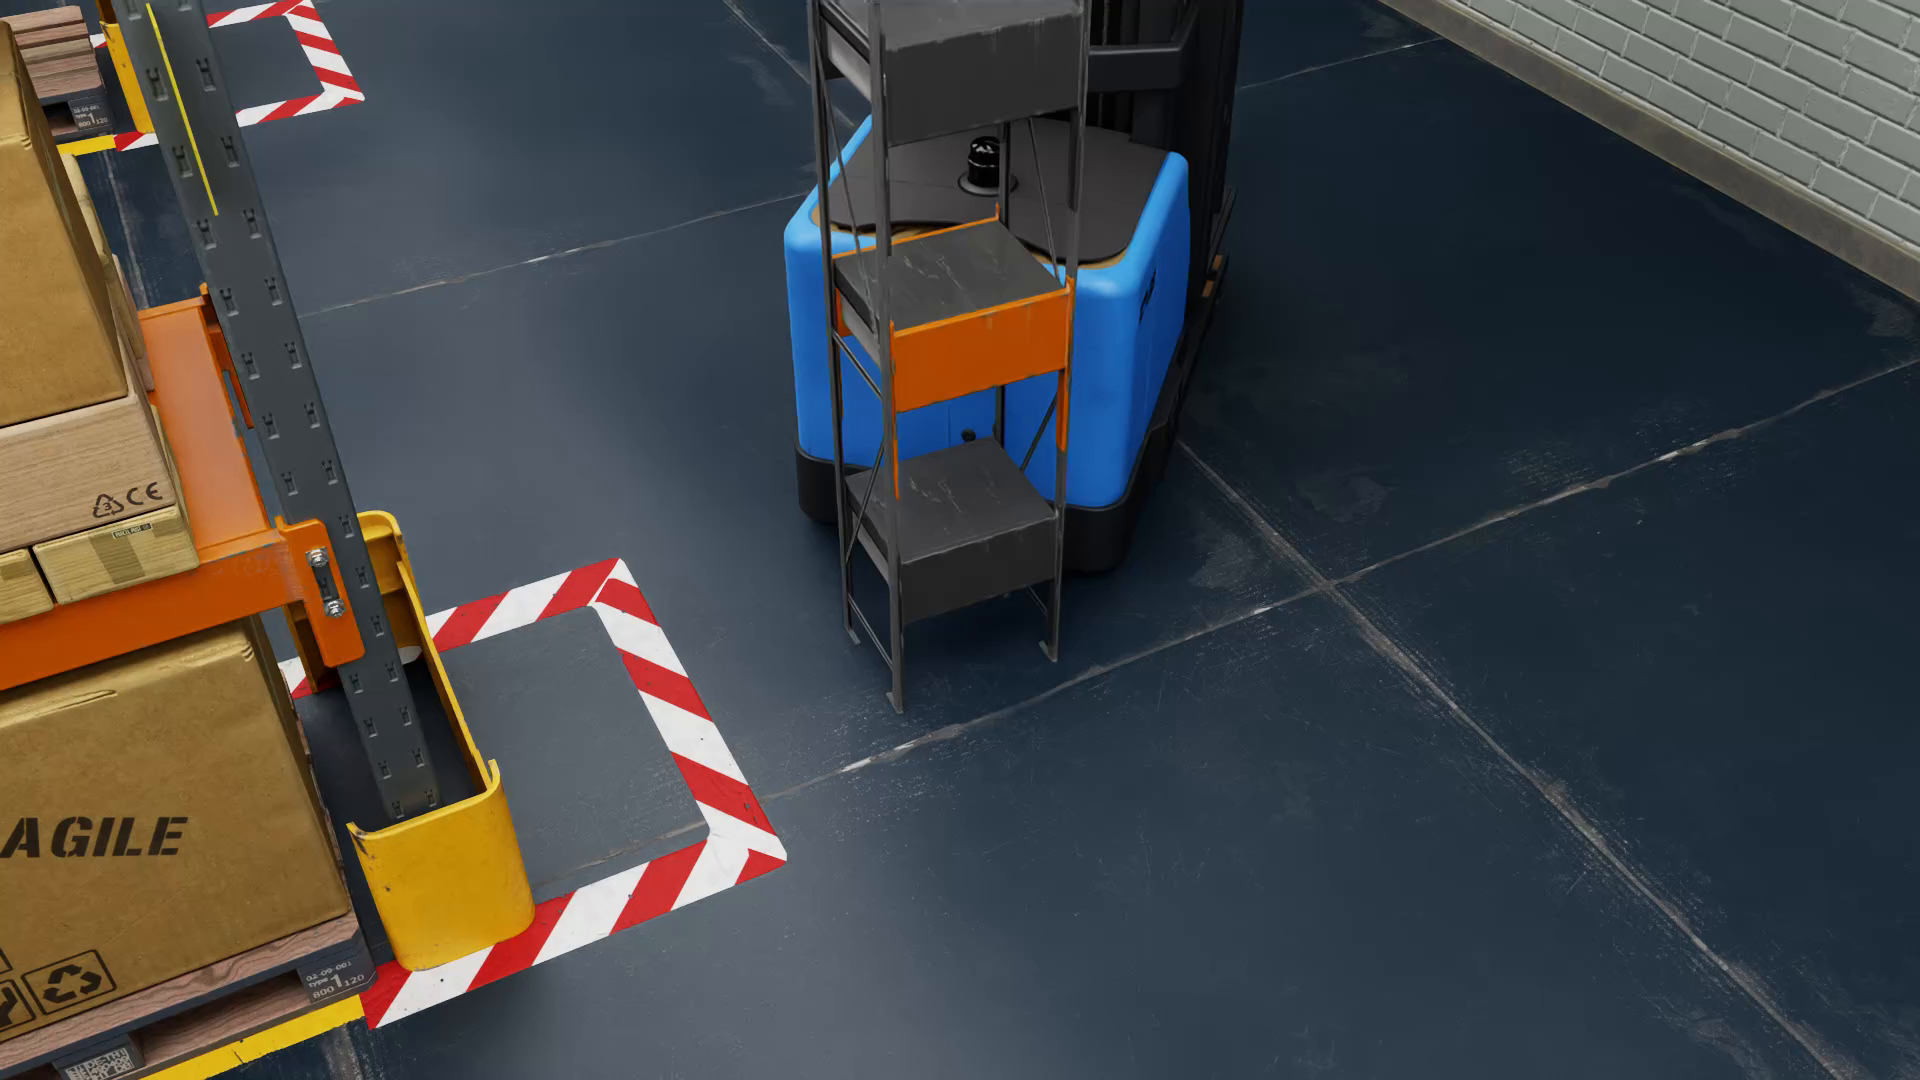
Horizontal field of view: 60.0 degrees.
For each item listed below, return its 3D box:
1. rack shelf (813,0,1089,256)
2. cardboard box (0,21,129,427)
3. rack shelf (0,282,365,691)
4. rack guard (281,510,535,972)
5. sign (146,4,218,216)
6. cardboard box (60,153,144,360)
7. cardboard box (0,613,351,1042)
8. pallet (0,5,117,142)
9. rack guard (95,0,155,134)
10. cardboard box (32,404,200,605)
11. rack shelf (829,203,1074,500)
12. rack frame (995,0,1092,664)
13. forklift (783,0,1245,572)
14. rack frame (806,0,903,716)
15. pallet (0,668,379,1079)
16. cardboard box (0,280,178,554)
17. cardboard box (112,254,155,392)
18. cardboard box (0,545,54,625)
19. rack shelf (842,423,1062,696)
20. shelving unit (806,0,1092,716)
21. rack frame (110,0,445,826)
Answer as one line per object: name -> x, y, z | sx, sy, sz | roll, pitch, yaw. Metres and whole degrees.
rack shelf -> -0.030, -1.017, 3.764 | 0.480, 0.518, 0.431 | -17, 43, -19
cardboard box -> -1.790, -0.512, 2.839 | 0.500, 0.500, 0.500 | -18, 43, -20
rack shelf -> -3.253, 0.406, 3.006 | 4.000, 0.370, 1.077 | -19, 44, -21
rack guard -> -1.458, 0.481, 4.295 | 0.348, 0.500, 1.175 | -19, 44, -21
sign -> -1.241, -0.683, 2.656 | 0.005, 0.325, 0.100 | -19, 44, -21
cardboard box -> -2.030, -0.534, 3.445 | 0.500, 0.250, 0.500 | -20, 44, -22
cardboard box -> -2.010, 0.422, 3.750 | 0.875, 0.875, 0.875 | -19, 44, -21
pallet -> -4.517, -2.016, 7.468 | 1.213, 0.211, 1.003 | -19, 44, -21
rack guard -> -3.752, -2.365, 7.656 | 0.348, 0.500, 1.175 | -19, 44, -21
cardboard box -> -1.643, -0.075, 3.211 | 0.250, 0.149, 0.380 | -18, 43, -20
rack shelf -> -0.030, -0.483, 4.216 | 0.480, 0.518, 0.431 | -17, 43, -19
rack frame -> 0.191, -0.560, 4.286 | 0.015, 2.100, 0.400 | -17, 43, -19
forklift -> 0.394, -1.985, 5.326 | 1.130, 2.935, 3.031 | 11, 41, 12
rack frame -> -0.251, -0.426, 4.128 | 0.015, 2.100, 0.400 | -17, 43, -19
pallet -> -2.152, 0.882, 4.045 | 1.213, 0.211, 1.003 | -19, 44, -21
cardboard box -> -1.786, -0.225, 3.081 | 0.500, 0.250, 0.500 | -19, 44, -21
cardboard box -> -1.947, -0.453, 3.658 | 0.250, 0.149, 0.380 | -18, 43, -20
cardboard box -> -1.873, 0.004, 3.119 | 0.250, 0.149, 0.380 | -18, 44, -20
rack shelf -> -0.030, 0.052, 4.668 | 0.480, 0.518, 0.431 | -17, 43, -19
shelving unit -> -0.030, -0.493, 4.207 | 0.503, 2.100, 0.431 | -17, 43, -19
rack frame -> -1.479, -0.466, 3.479 | 0.127, 3.000, 1.000 | -19, 44, -21
